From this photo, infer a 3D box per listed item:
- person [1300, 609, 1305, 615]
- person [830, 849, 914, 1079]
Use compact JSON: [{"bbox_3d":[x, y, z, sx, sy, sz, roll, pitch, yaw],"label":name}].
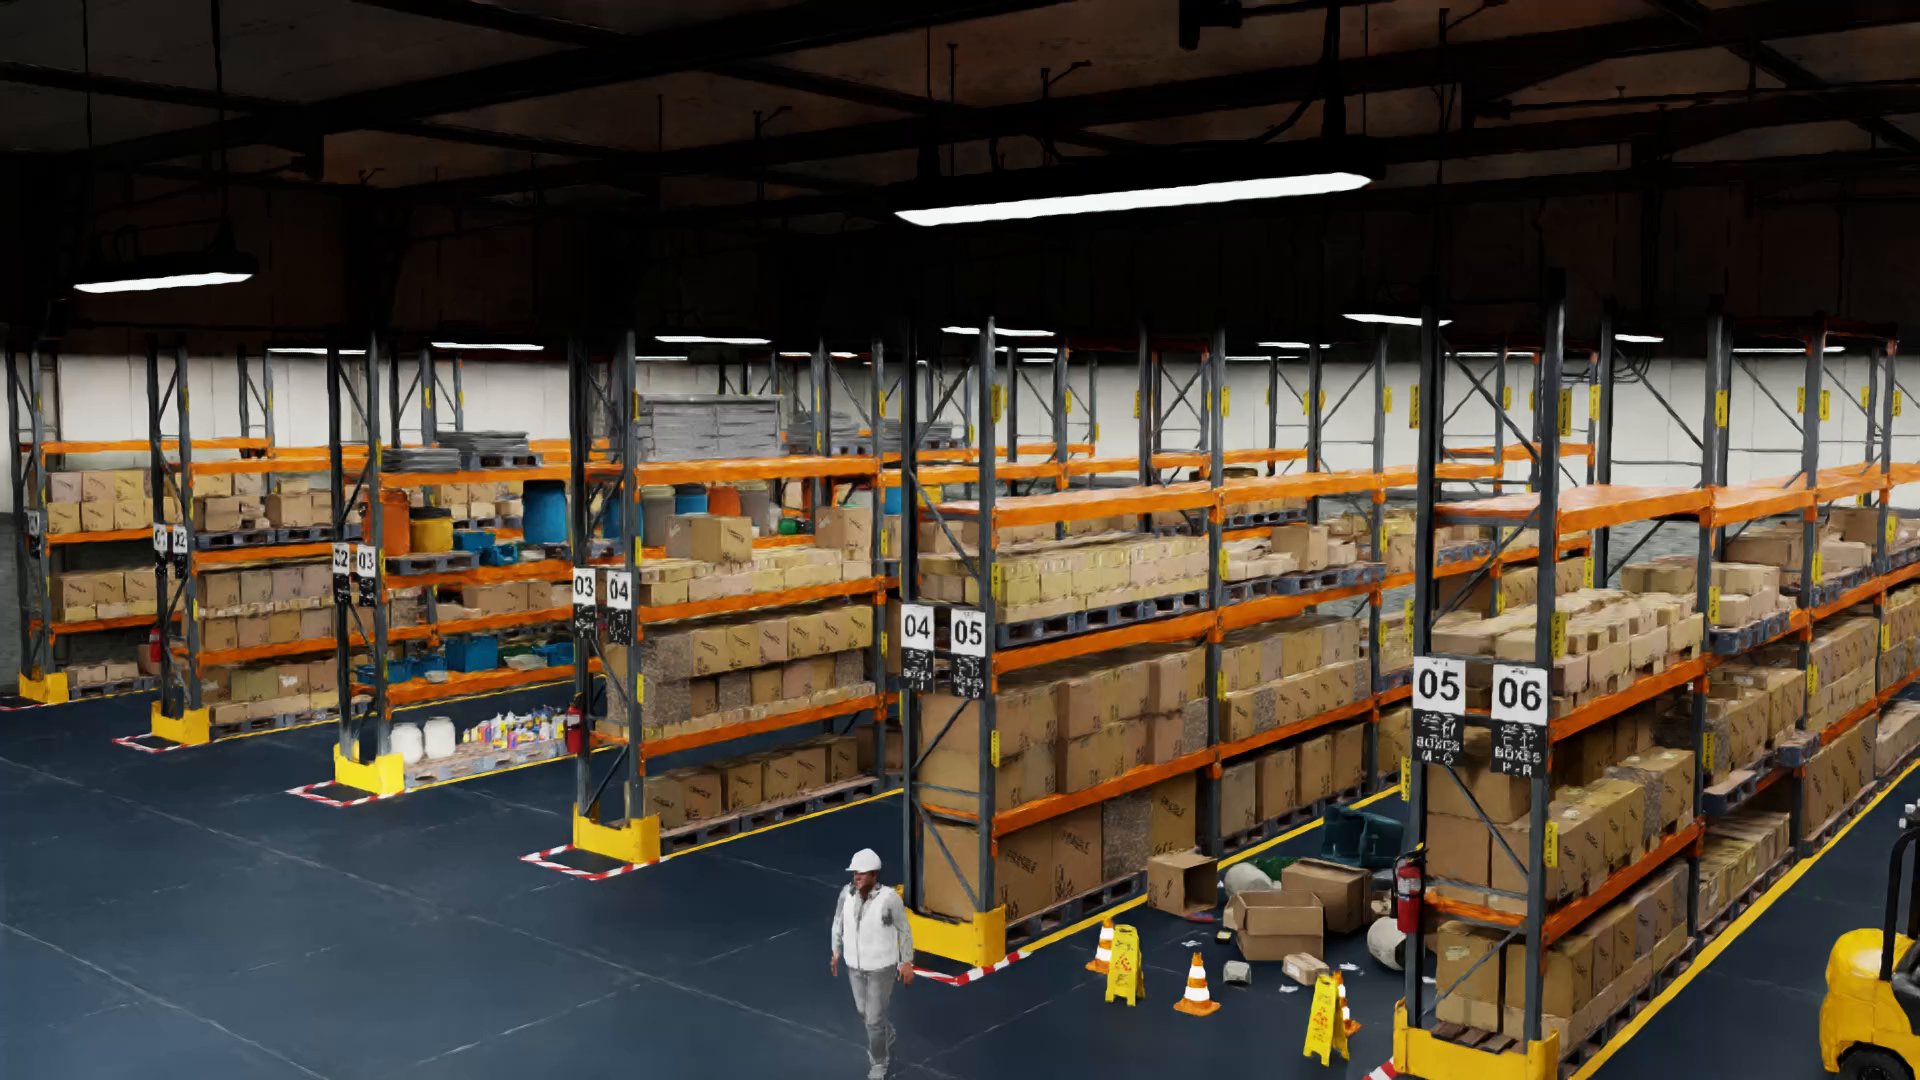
[{"bbox_3d":[5.700,1.913,27.205,0.639,1.632,0.512,4,6,37],"label":"person"},{"bbox_3d":[-0.621,3.165,12.646,0.662,1.740,0.685,3,6,30],"label":"person"}]
